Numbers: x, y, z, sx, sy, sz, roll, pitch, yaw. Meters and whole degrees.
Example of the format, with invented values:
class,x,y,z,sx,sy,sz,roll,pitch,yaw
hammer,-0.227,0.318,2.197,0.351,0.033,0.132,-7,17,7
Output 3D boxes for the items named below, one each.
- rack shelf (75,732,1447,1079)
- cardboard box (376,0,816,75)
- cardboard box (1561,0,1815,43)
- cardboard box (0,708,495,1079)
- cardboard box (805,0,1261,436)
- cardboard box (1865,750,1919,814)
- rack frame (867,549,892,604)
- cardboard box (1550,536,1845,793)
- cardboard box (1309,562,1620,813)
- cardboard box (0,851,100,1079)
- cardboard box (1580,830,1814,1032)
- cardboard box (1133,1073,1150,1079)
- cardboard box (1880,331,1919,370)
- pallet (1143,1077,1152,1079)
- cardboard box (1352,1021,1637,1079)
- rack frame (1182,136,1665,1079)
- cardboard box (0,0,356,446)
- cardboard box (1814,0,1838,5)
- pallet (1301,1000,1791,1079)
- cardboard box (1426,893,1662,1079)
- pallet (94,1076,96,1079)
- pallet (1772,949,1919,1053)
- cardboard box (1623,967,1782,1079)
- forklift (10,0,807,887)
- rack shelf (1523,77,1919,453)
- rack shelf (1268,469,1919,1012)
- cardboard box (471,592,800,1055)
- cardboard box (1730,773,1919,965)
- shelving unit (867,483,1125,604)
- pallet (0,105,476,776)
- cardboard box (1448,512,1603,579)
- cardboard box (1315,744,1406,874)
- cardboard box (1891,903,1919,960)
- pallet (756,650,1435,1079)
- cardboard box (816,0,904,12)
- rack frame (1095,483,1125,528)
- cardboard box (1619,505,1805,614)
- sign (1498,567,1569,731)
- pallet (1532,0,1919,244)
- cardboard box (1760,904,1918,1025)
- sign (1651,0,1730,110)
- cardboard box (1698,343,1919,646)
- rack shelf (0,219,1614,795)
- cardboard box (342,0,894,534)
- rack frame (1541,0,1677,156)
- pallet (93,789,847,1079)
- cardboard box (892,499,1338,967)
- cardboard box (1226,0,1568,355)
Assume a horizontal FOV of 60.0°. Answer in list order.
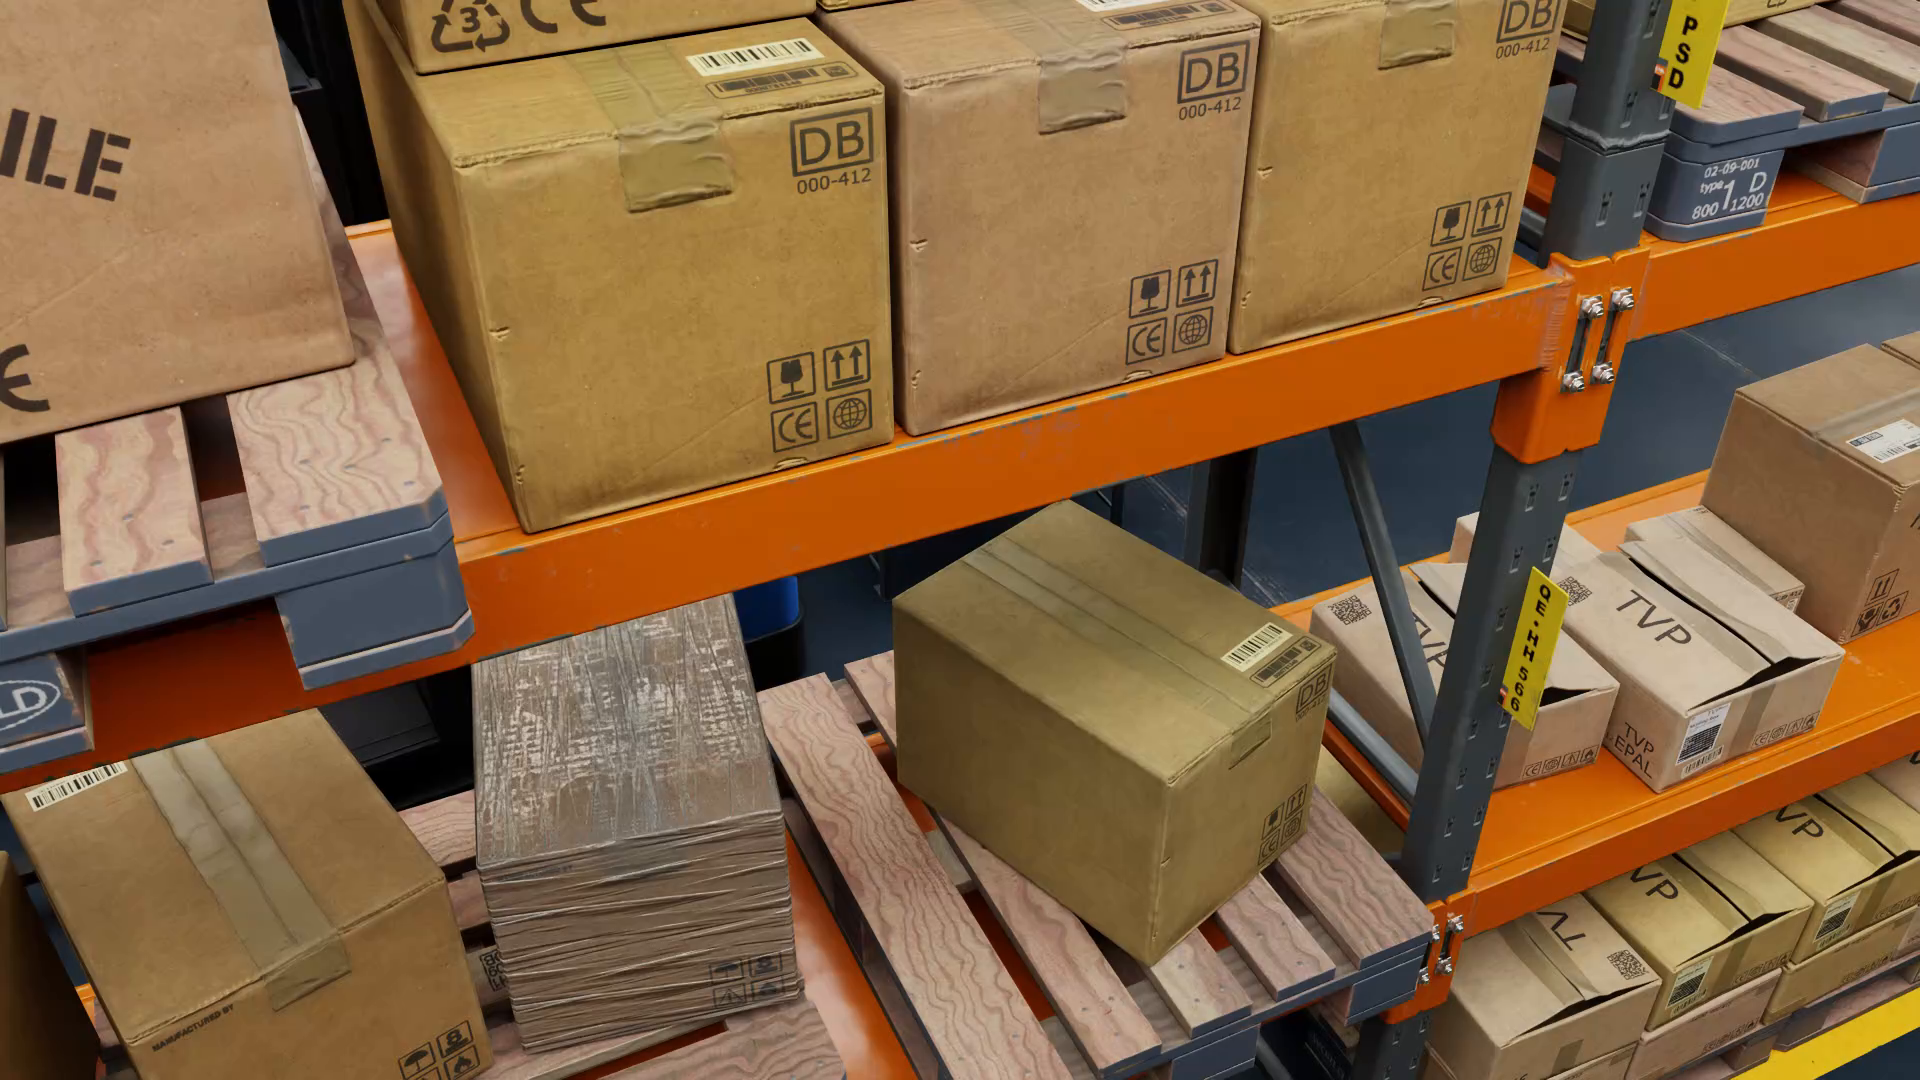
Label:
class,x,y,z,sx,sy,sz,roll,pitch,yaw
rack shelf,-1.001,1.140,3.298,4.000,0.370,1.077,-16,39,-20
cardboard box,-0.512,-0.936,2.053,0.500,0.500,0.500,-16,39,-20
cardboard box,1.196,-1.113,2.988,0.500,0.250,0.500,-19,40,-23
cardboard box,-1.239,0.668,2.895,0.500,0.500,0.700,-26,44,-31
cardboard box,-0.033,-0.642,2.496,0.500,0.500,0.910,-16,39,-20
cardboard box,2.808,0.686,4.793,0.500,0.311,0.500,-16,39,-21
rack frame,-0.383,-0.495,6.159,0.032,1.500,0.500,-16,39,-20
cardboard box,1.701,0.259,3.958,0.500,0.311,0.500,-16,39,-20
cardboard box,1.157,0.312,3.886,0.500,0.311,0.500,-13,39,-17
cardboard box,-1.692,0.941,2.527,0.500,0.500,0.700,-10,38,-13
cardboard box,1.880,0.944,4.444,0.500,0.311,0.500,-17,40,-21
cardboard box,0.276,1.134,4.433,0.500,0.500,0.500,-14,39,-18
cardboard box,2.798,-0.262,4.501,0.500,0.500,0.500,-16,39,-20
pallet,0.117,1.634,4.370,1.213,0.211,1.003,-16,39,-20
cardboard box,1.408,1.307,4.426,0.500,0.250,0.500,-16,39,-20
rack frame,0.809,0.345,3.767,0.127,3.000,1.000,-16,39,-20
cardboard box,-1.118,-0.523,1.899,0.600,0.600,0.600,-17,40,-22
cardboard box,1.663,-1.256,3.180,0.500,0.250,0.500,-15,39,-19
pallet,1.571,1.278,4.850,1.213,0.211,1.003,-16,39,-20
cardboard box,1.408,1.081,4.259,0.500,0.311,0.500,-14,39,-18
pallet,-2.042,1.291,2.652,1.213,0.211,1.003,-16,39,-20
pallet,2.674,0.971,5.263,1.213,0.211,1.003,-16,39,-20
cardboard box,1.863,1.179,4.598,0.500,0.250,0.500,-17,40,-21
forklift,-2.092,-0.473,4.928,3.031,2.935,1.130,-19,40,-23
rack shelf,2.620,-1.077,3.770,4.000,0.370,1.077,-16,39,-20
rack shelf,2.620,0.128,4.664,4.000,0.370,1.077,-16,39,-20
cardboard box,-0.622,0.485,3.142,0.500,0.500,0.700,-9,37,-11
cardboard box,2.343,0.816,4.617,0.500,0.311,0.500,-17,40,-21
shelving unit,0.077,-0.624,6.332,1.048,1.500,0.538,-16,39,-20
pallet,-1.254,-0.163,2.092,1.003,0.211,1.213,-16,39,-20
cardboard box,1.506,0.069,4.349,0.250,0.149,0.380,-16,39,-20
cardboard box,1.179,0.790,4.651,0.500,0.311,0.500,-15,39,-19
cardboard box,2.795,0.915,4.955,0.500,0.250,0.500,-15,39,-19
pallet,0.225,0.632,3.542,1.003,0.211,1.213,-16,39,-20
cardboard box,-0.050,-1.065,2.227,0.500,0.500,0.500,-16,39,-20
rack frame,0.537,-0.753,6.506,0.032,1.500,0.500,-16,39,-20
cardboard box,1.940,0.093,4.318,0.250,0.149,0.380,-13,38,-17
sign,1.048,0.202,3.054,0.005,0.325,0.100,-16,39,-20
pallet,1.386,-1.004,3.226,1.003,0.211,1.213,-14,39,-18
cardboard box,2.331,1.044,4.780,0.500,0.250,0.500,-17,40,-21
sign,1.038,-0.774,2.324,0.005,0.325,0.100,-16,39,-20
cardboard box,2.321,-0.128,4.321,0.500,0.500,0.500,-18,40,-22
rack shelf,-1.001,-0.064,2.405,4.000,0.370,1.077,-16,39,-20
cardboard box,-0.504,-0.510,2.318,0.500,0.500,0.910,-16,39,-20
rack frame,0.809,-2.064,1.980,0.127,3.000,1.000,-16,39,-20
pallet,-0.949,0.917,3.157,1.213,0.211,1.003,-16,39,-20
cardboard box,0.287,0.357,3.315,0.500,0.500,0.700,-30,46,-34
cardboard box,0.429,-0.771,2.670,0.500,0.500,0.910,-16,39,-20
